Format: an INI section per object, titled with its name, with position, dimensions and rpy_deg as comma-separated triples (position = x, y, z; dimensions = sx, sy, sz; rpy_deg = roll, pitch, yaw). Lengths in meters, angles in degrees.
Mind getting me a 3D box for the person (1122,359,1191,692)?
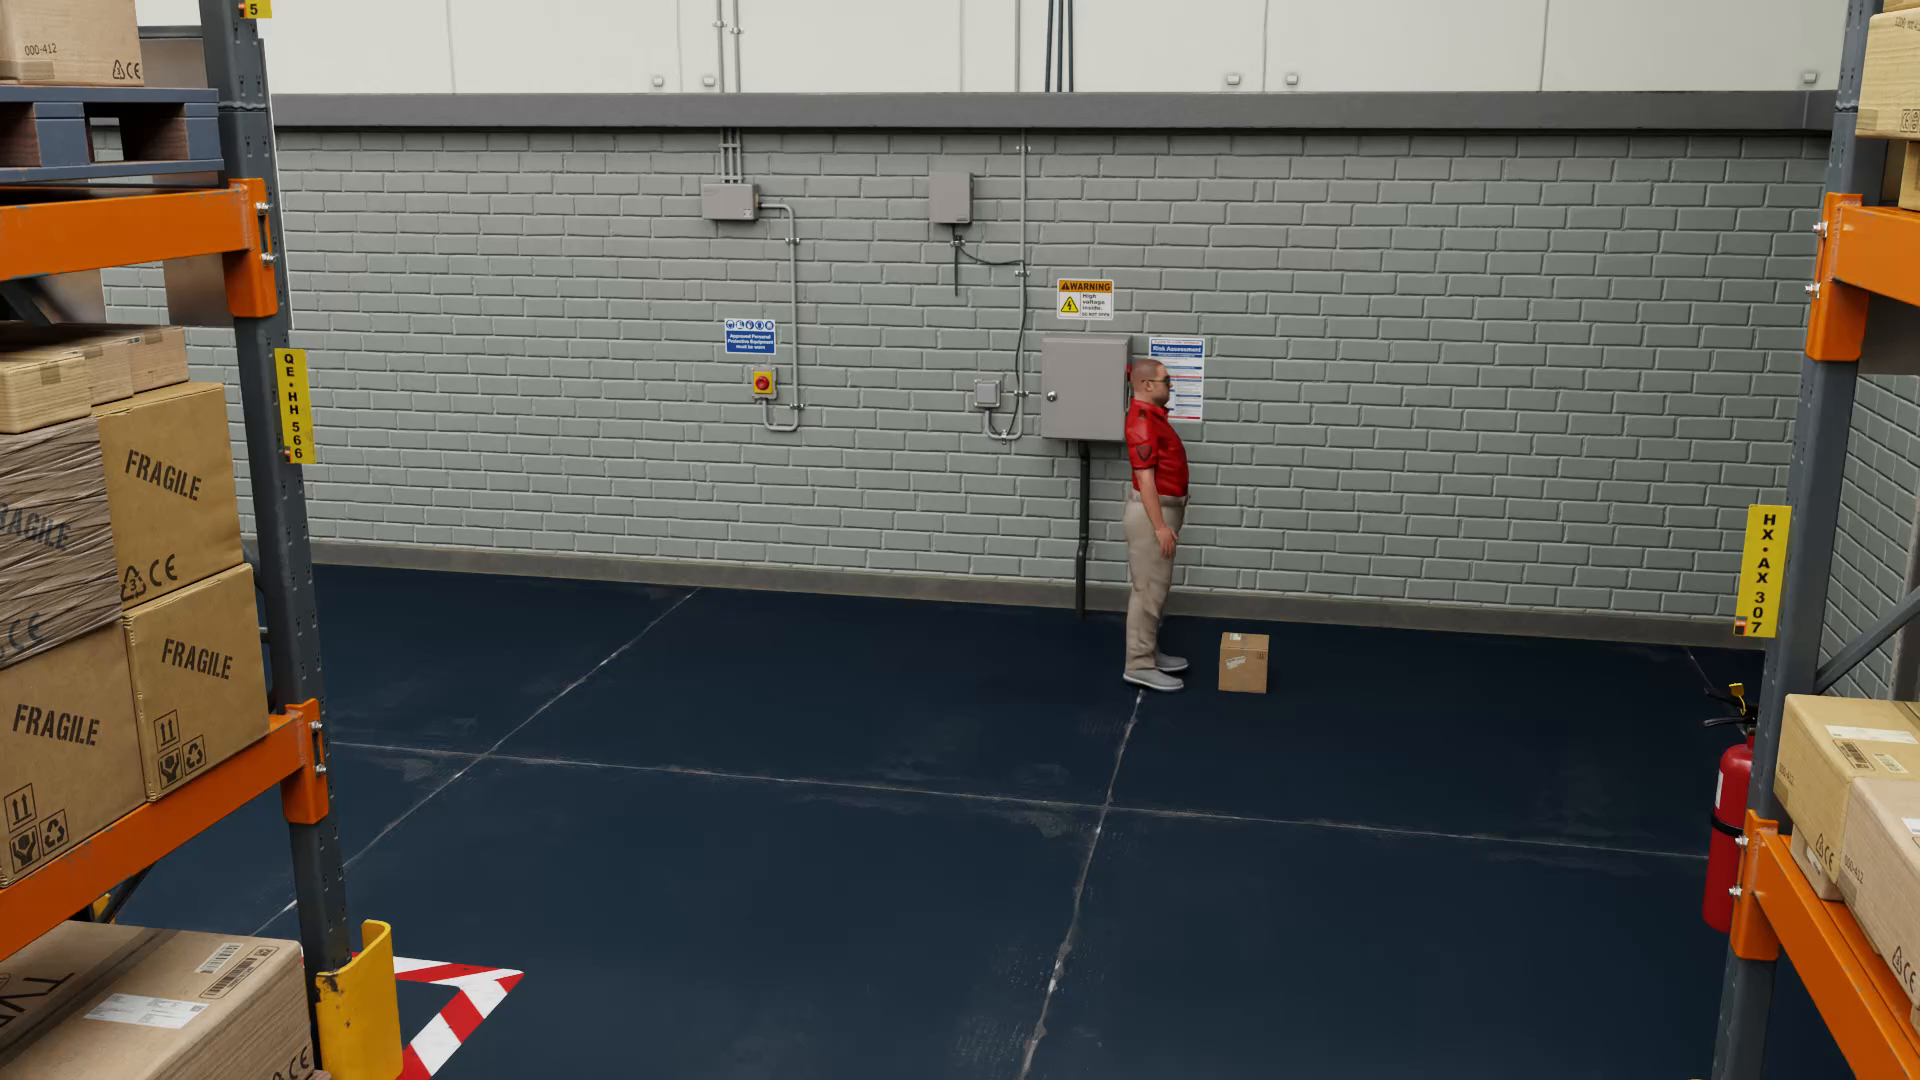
[person]
position = 1.055, -0.096, 8.856
dimensions = 0.379, 1.741, 0.551
rpy_deg = 2, 15, 7
